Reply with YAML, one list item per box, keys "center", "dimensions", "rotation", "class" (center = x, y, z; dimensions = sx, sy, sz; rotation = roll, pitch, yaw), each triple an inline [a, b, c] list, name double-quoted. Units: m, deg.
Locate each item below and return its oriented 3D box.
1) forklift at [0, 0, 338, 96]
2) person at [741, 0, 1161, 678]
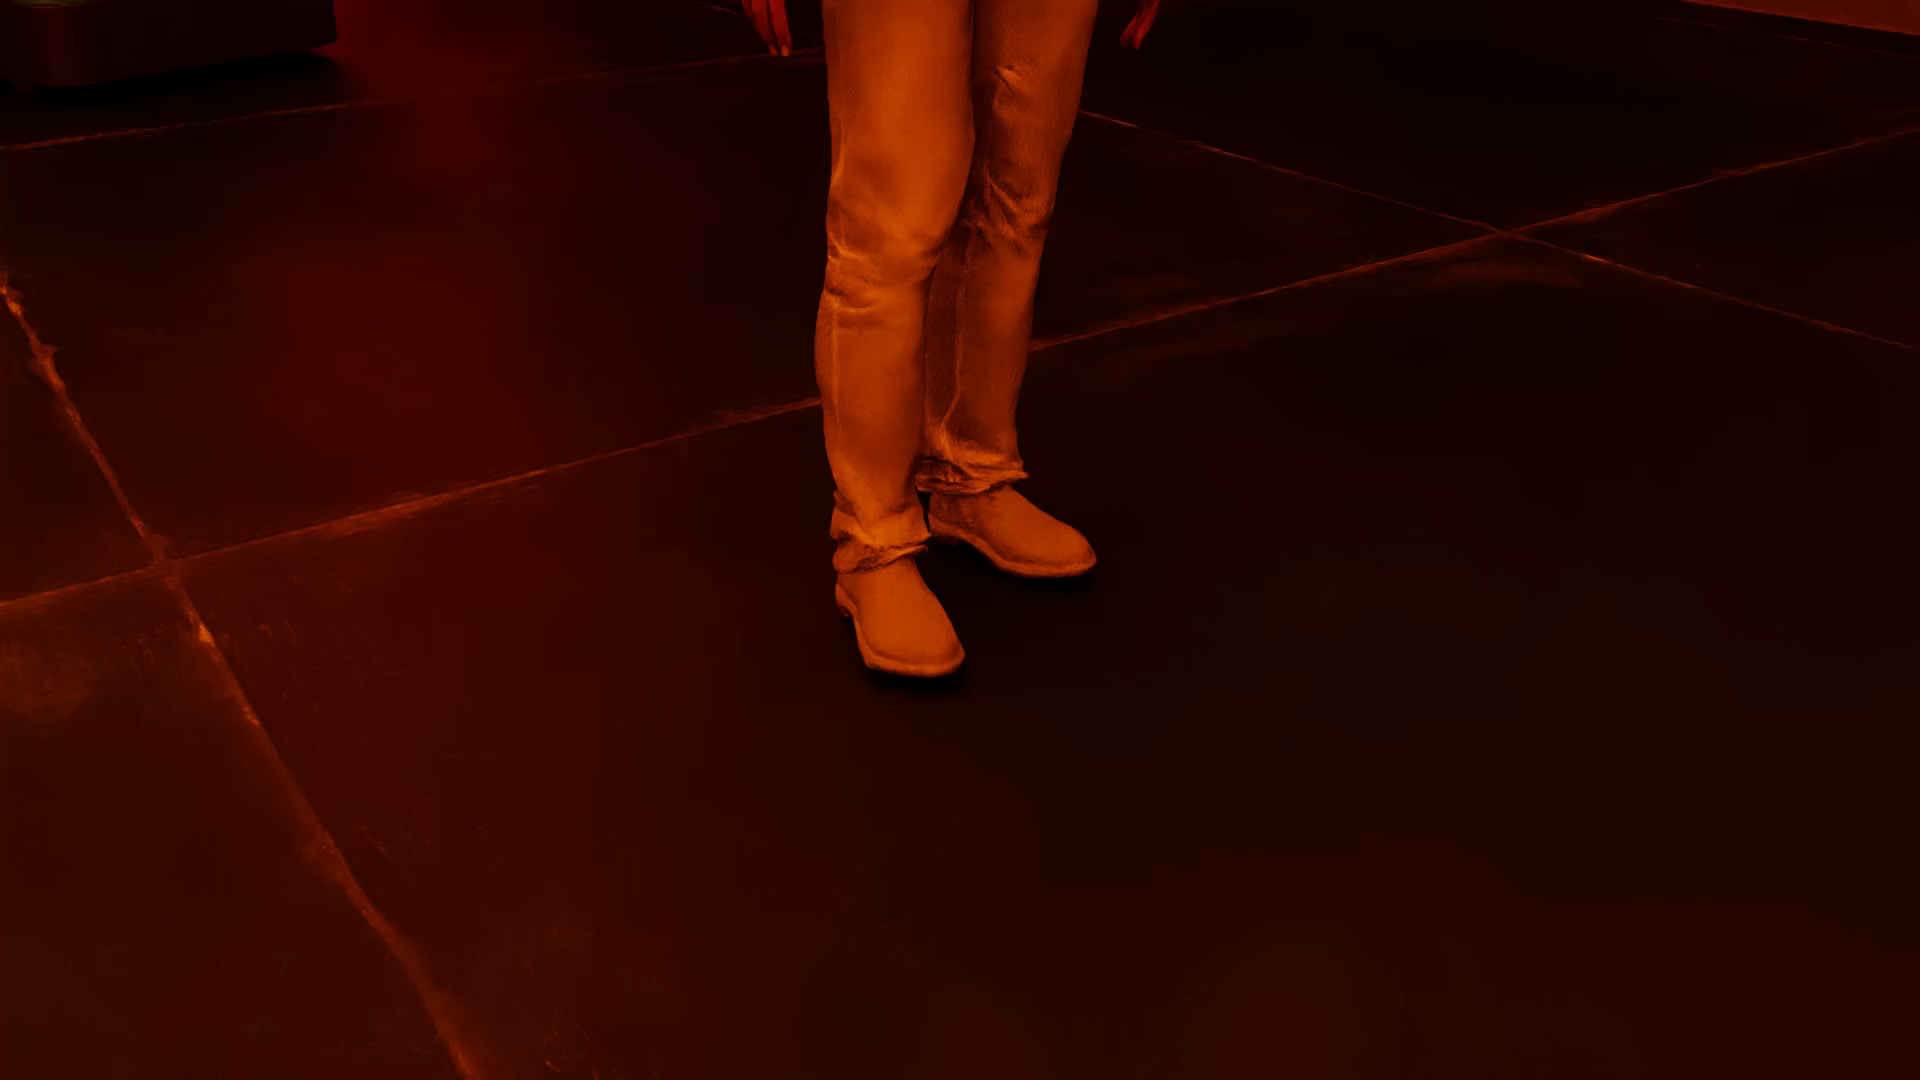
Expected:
- center: [-3.680, -3.203, 5.615]
  dimensions: [3.031, 2.935, 1.130]
  rotation: [17, 32, 31]
  class: "forklift"
- center: [0.035, -0.769, 2.047]
  dimensions: [0.665, 1.766, 0.576]
  rotation: [-17, 31, -31]
  class: "person"
